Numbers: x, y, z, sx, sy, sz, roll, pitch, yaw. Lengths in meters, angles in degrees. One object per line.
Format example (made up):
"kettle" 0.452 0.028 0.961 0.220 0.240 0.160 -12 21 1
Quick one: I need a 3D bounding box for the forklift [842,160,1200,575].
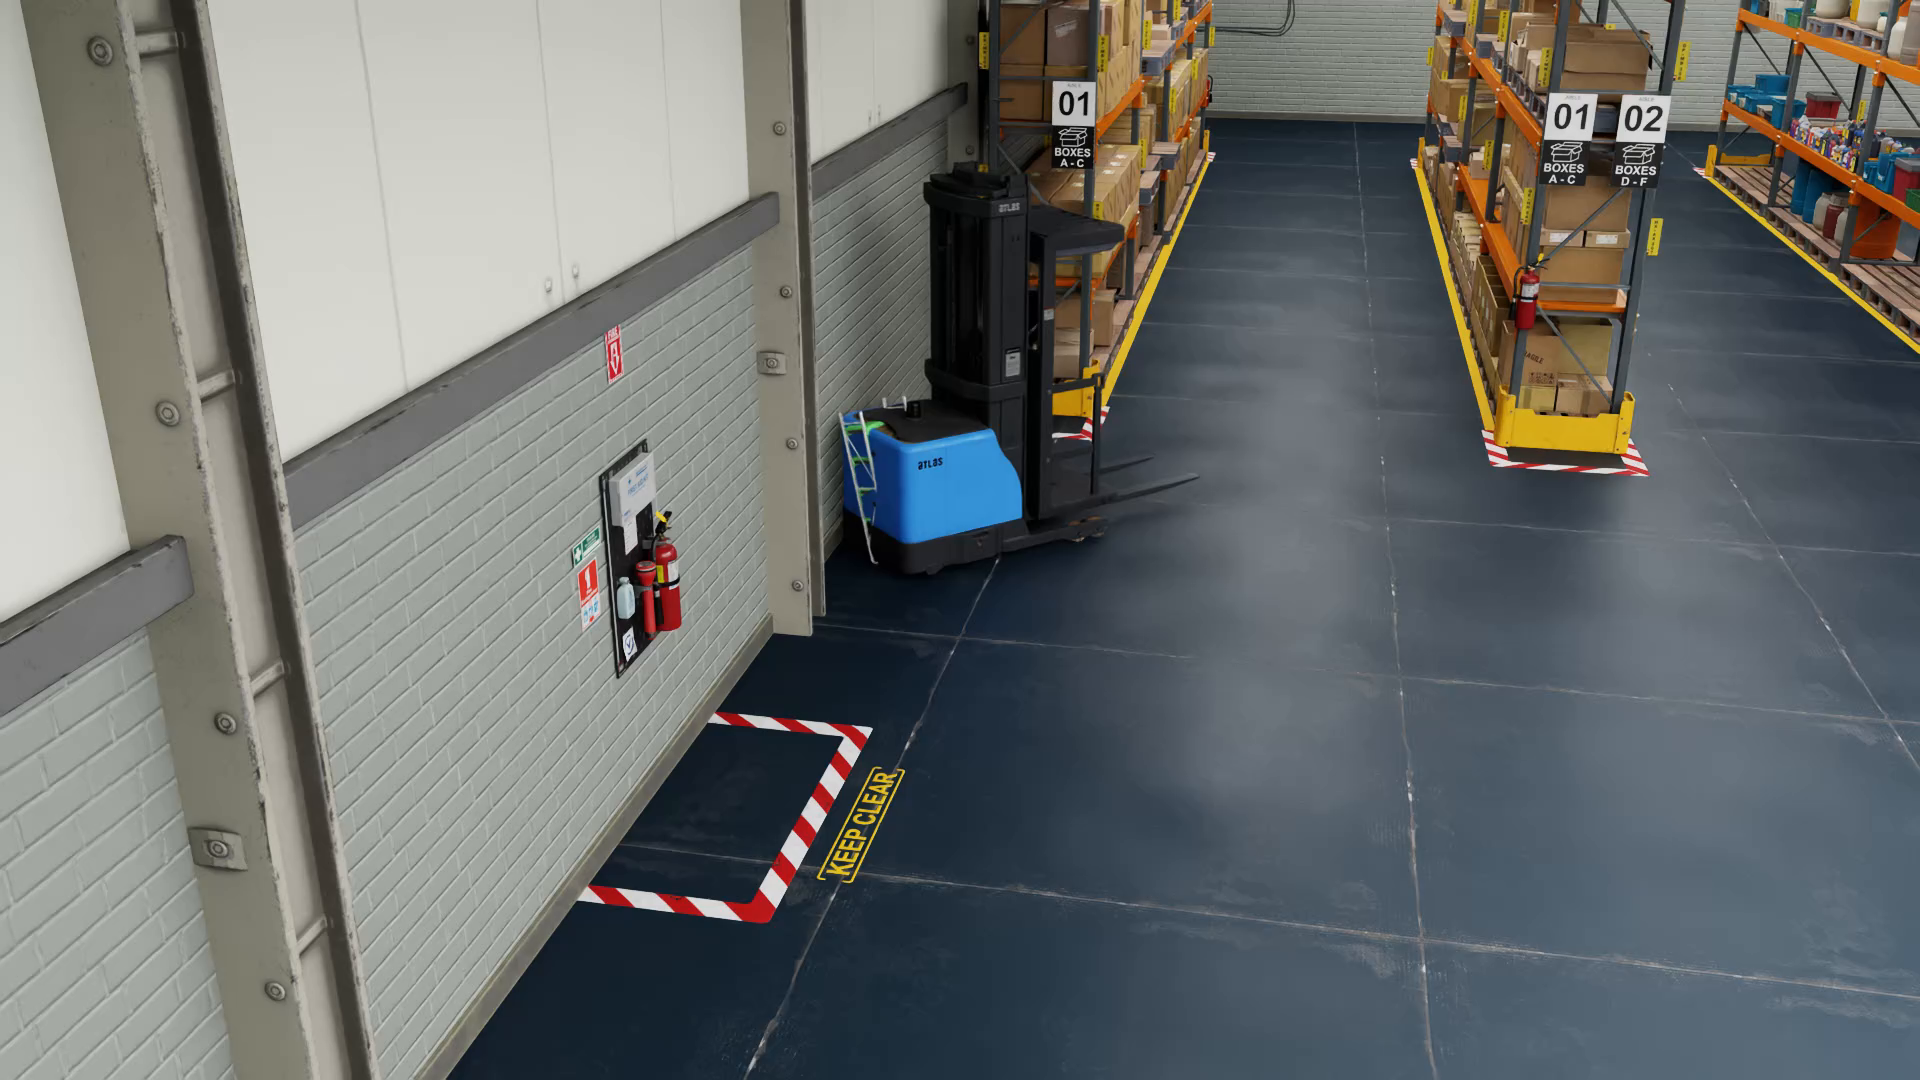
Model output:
"forklift" 0.586 -1.494 13.139 3.031 2.935 1.130 -14 26 -30

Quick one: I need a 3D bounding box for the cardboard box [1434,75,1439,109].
"cardboard box" 8.225 -7.497 27.819 0.500 0.500 0.500 5 22 12

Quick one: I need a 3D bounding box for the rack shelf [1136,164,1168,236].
"rack shelf" 1.992 -4.533 21.557 1.077 0.370 4.000 4 22 11

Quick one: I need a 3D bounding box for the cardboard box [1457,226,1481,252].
"cardboard box" 6.650 -3.853 21.274 0.500 0.311 0.500 4 22 9

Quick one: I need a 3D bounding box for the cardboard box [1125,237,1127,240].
"cardboard box" 1.774 -3.643 21.141 0.700 0.500 0.500 4 22 10

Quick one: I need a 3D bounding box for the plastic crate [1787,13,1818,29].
"plastic crate" 12.705 -7.777 24.917 0.450 0.188 0.662 4 22 11

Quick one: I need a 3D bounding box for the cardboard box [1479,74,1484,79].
"cardboard box" 8.438 -7.346 26.106 0.500 0.500 0.500 5 22 12

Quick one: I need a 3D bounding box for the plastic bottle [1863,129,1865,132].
"plastic bottle" 12.973 -5.761 23.810 0.152 0.276 0.135 4 22 11

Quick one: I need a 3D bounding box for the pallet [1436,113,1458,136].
"pallet" 7.796 -6.312 25.268 1.003 0.211 1.213 4 22 11

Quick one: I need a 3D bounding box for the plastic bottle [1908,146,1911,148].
"plastic bottle" 12.669 -5.137 22.250 0.061 0.283 0.133 4 22 11

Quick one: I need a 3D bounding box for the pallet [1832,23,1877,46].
"pallet" 12.622 -6.901 22.710 1.003 0.211 1.213 4 22 11

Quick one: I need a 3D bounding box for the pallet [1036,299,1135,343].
"pallet" 1.481 -2.594 19.511 1.003 0.211 1.213 4 22 11

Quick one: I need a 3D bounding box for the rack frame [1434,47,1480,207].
"rack frame" 8.066 -6.685 25.937 1.000 3.000 0.127 4 22 11

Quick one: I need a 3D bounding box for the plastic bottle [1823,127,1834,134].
"plastic bottle" 12.407 -5.758 23.801 0.152 0.276 0.135 4 22 11

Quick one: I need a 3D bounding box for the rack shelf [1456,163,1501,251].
"rack shelf" 6.842 -4.157 20.623 1.077 0.370 4.000 4 22 11

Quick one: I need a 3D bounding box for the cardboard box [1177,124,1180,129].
"cardboard box" 3.187 -6.438 25.633 0.380 0.149 0.250 4 22 11

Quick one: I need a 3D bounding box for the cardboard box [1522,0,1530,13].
"cardboard box" 6.692 -6.056 18.995 0.500 0.500 0.500 7 23 16

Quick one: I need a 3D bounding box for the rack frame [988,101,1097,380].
"rack frame" 0.767 -2.672 15.974 1.000 3.000 0.127 4 22 11

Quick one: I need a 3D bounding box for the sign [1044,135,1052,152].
"sign" 1.039 -4.713 19.492 0.100 0.325 0.005 4 22 11

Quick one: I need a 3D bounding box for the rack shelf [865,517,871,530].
"rack shelf" -0.495 -0.176 12.957 0.258 0.148 0.480 1 18 42

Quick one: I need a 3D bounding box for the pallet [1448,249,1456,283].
"pallet" 7.044 -3.630 22.085 1.003 0.211 1.213 4 22 11

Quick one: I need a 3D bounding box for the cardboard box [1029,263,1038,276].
"cardboard box" 0.673 -2.798 16.459 0.500 0.250 0.500 5 22 12

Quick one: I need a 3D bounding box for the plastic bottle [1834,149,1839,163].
"plastic bottle" 11.951 -5.235 22.601 0.097 0.201 0.097 0 22 0

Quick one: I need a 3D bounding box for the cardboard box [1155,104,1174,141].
"cardboard box" 2.749 -5.950 23.553 0.500 0.500 0.500 5 22 13

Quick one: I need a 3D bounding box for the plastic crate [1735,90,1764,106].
"plastic crate" 13.224 -7.413 27.888 0.416 0.233 0.300 4 22 11

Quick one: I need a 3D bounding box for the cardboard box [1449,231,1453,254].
"cardboard box" 6.855 -3.972 22.320 0.500 0.250 0.500 4 22 11

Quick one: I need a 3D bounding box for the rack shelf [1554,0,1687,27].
"rack shelf" 6.026 -5.291 15.944 1.077 0.370 4.000 4 22 11

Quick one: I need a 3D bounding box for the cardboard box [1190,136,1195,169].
"cardboard box" 3.681 -6.733 28.840 0.700 0.500 0.500 5 22 12

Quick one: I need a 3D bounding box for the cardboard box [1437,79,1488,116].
"cardboard box" 7.750 -6.770 25.452 0.700 0.500 0.500 -3 22 -7

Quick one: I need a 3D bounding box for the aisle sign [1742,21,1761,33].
"aisle sign" 13.455 -9.024 28.264 0.394 0.787 0.004 4 22 11

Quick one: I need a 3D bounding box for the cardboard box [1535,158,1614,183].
"cardboard box" 5.838 -3.326 15.727 0.700 0.500 0.500 4 22 10

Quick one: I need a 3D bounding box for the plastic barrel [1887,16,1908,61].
"plastic barrel" 11.735 -6.196 20.558 0.421 0.512 0.421 0 22 0

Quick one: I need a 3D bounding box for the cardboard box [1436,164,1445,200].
"cardboard box" 7.729 -5.571 25.928 0.500 0.500 0.500 3 22 8

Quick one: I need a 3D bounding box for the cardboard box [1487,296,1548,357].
"cardboard box" 5.625 -2.149 16.789 0.500 0.500 0.500 4 22 11

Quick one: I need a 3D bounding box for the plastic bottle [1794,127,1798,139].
"plastic bottle" 12.389 -6.020 24.551 0.097 0.201 0.097 0 22 0

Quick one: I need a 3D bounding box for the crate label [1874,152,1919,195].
"crate label" 11.631 -4.517 20.506 0.502 0.435 0.616 4 22 11

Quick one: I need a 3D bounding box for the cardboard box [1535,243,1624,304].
"cardboard box" 5.725 -2.512 15.443 0.700 0.500 0.500 4 22 11

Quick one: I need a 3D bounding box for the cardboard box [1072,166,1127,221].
"cardboard box" 1.475 -3.670 17.621 0.500 0.500 0.500 5 23 13

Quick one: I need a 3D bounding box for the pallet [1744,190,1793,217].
"pallet" 13.026 -5.284 26.192 1.003 0.211 1.213 4 22 11

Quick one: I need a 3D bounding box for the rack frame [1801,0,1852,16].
"rack frame" 12.914 -9.089 23.875 1.000 3.000 0.127 4 22 11

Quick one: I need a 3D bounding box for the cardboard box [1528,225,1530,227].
"cardboard box" 5.666 -3.079 15.981 0.380 0.149 0.250 5 22 12

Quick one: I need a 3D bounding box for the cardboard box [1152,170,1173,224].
"cardboard box" 2.678 -5.055 24.205 0.750 0.750 0.750 4 22 10

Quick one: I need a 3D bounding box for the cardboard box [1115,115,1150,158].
"cardboard box" 2.081 -5.219 21.573 0.700 0.500 0.500 4 22 11

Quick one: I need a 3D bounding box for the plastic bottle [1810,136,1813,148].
"plastic bottle" 12.208 -5.695 23.744 0.097 0.201 0.097 0 22 0

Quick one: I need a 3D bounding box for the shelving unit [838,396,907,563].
"shelving unit" -0.555 -0.466 12.887 0.258 1.200 0.503 1 18 42

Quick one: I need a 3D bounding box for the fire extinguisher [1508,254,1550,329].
"fire extinguisher" 5.139 -2.252 15.035 0.296 0.674 0.183 4 22 11

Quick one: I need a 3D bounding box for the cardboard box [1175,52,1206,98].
"cardboard box" 3.800 -8.209 29.319 0.980 0.700 0.700 4 22 10

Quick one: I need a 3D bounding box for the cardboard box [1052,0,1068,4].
"cardboard box" 0.932 -5.323 17.042 0.500 0.500 0.500 4 22 11

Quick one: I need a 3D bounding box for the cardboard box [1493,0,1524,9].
"cardboard box" 7.345 -7.283 21.934 0.500 0.500 0.500 4 22 11

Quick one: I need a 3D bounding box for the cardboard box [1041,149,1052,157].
"cardboard box" 1.174 -4.078 18.634 0.500 0.500 0.500 4 22 11

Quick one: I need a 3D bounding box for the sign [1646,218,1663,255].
"sign" 6.160 -2.690 14.753 0.100 0.325 0.005 4 22 11

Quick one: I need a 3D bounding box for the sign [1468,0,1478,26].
"sign" 6.719 -6.895 21.752 0.100 0.325 0.005 4 22 11

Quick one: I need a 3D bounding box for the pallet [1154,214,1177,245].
"pallet" 2.634 -4.587 24.461 1.003 0.211 1.213 4 22 11

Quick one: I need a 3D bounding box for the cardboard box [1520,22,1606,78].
"cardboard box" 5.974 -4.865 16.516 0.797 0.503 0.637 7 23 17

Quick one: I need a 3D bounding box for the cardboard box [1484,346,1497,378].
"cardboard box" 5.628 -1.801 16.929 0.500 0.250 0.500 4 22 11
